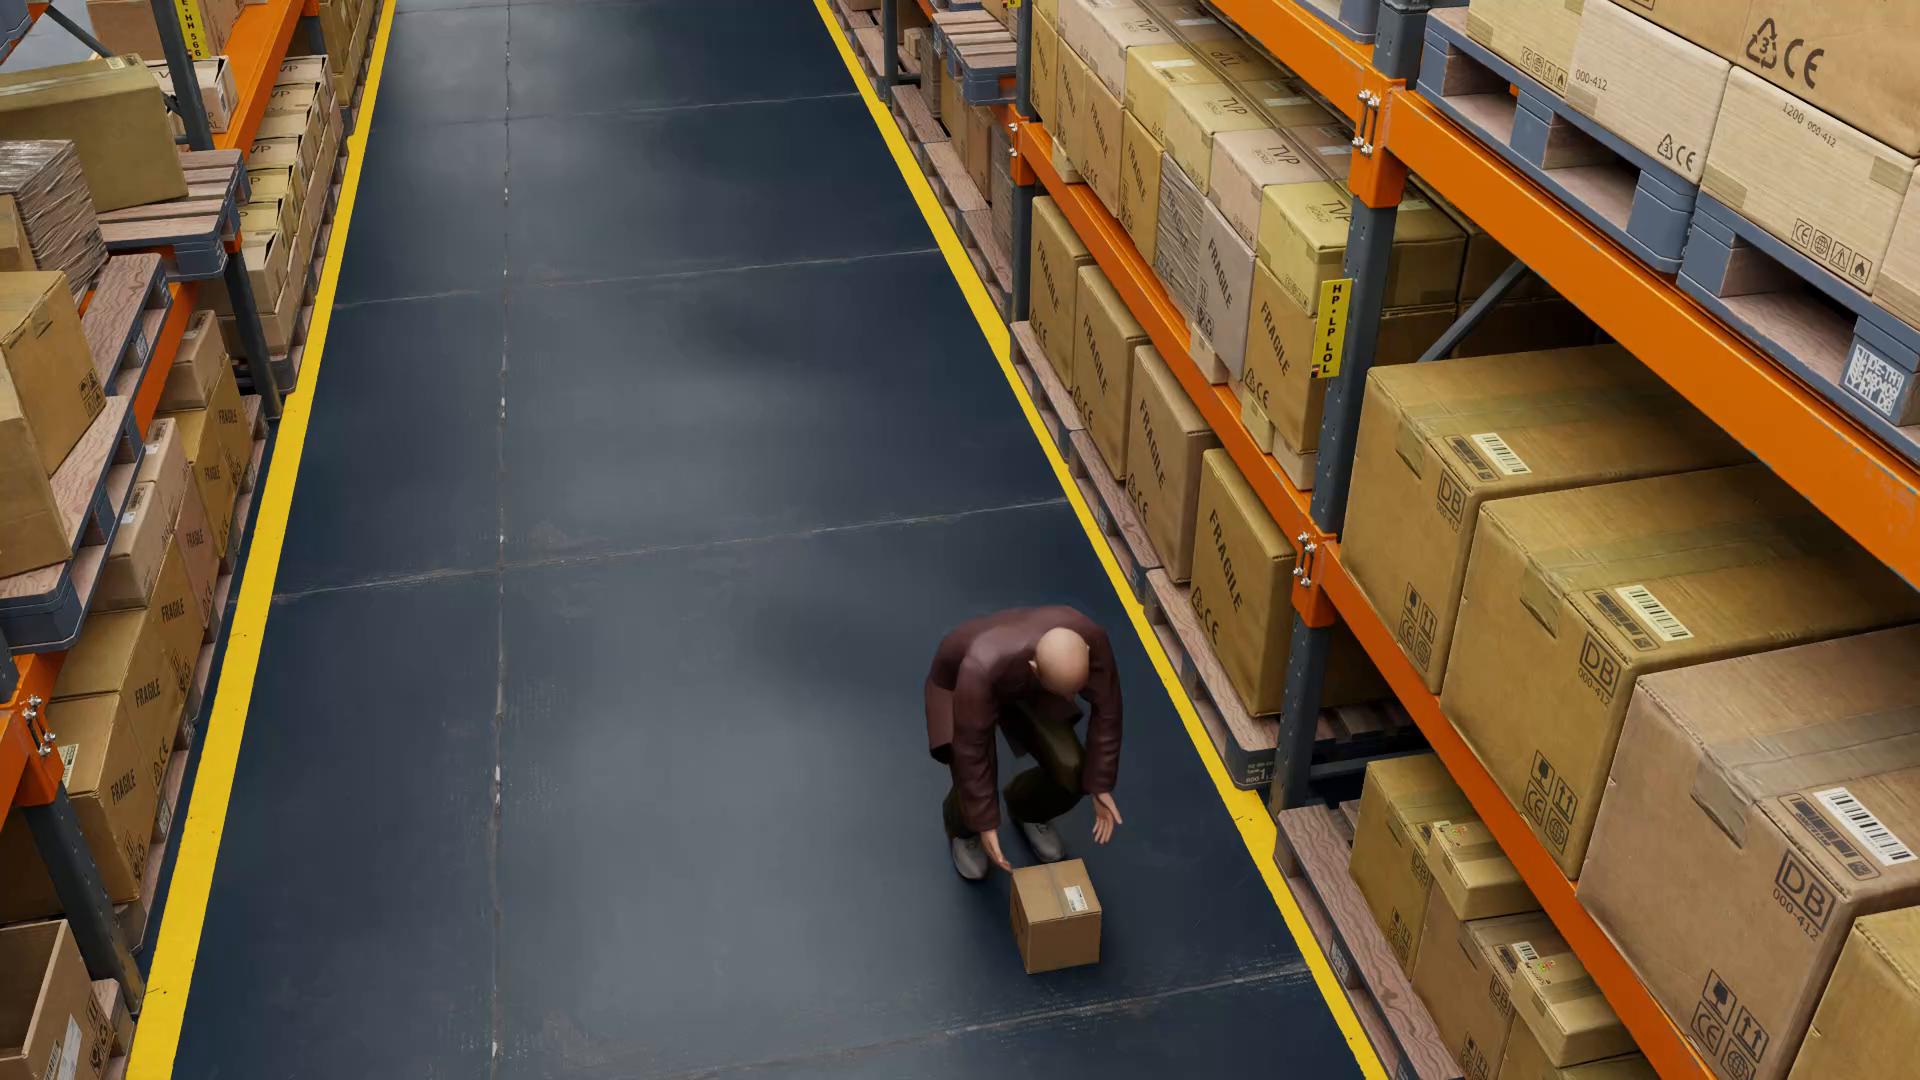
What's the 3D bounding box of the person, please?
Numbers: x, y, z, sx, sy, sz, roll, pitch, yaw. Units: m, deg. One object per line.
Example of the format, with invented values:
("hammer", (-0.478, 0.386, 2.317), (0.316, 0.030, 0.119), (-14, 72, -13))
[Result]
("person", (0.203, 0.637, 5.718), (0.629, 1.211, 0.815), (-10, 35, -15))
